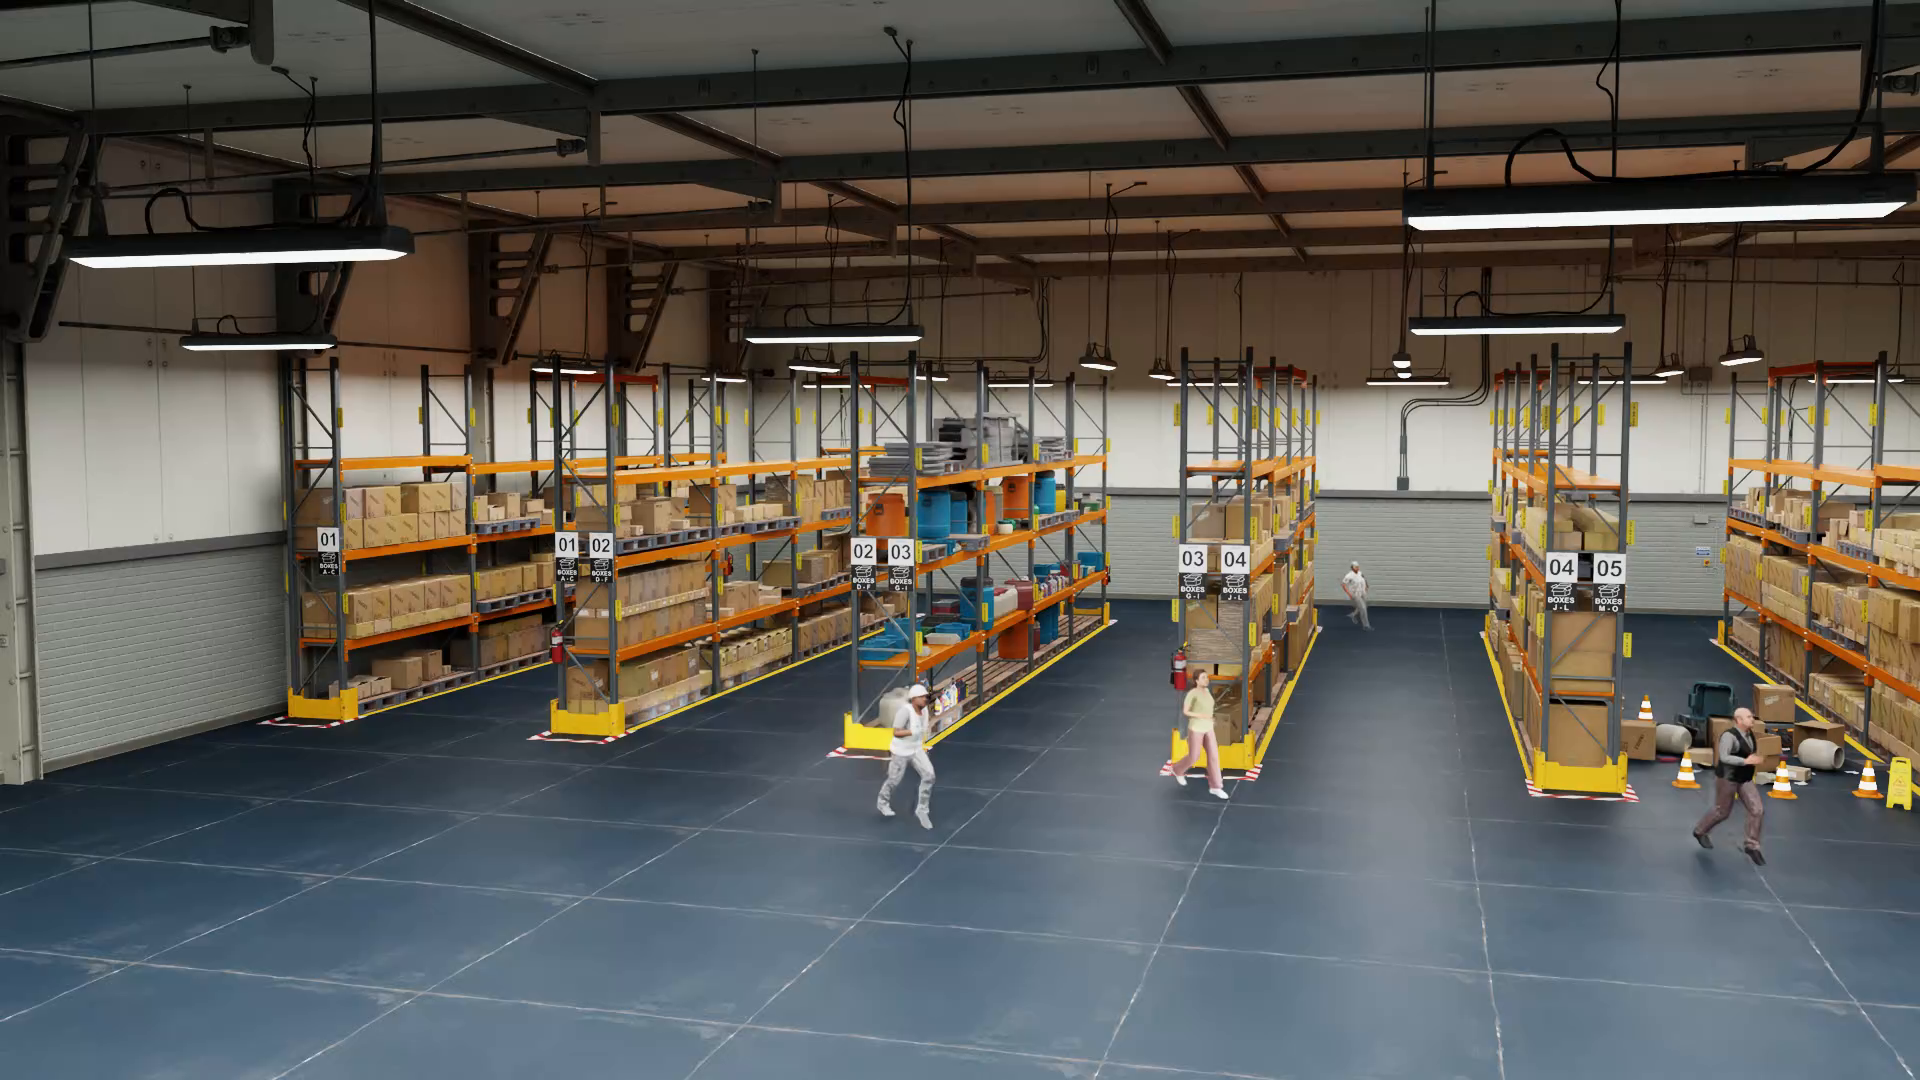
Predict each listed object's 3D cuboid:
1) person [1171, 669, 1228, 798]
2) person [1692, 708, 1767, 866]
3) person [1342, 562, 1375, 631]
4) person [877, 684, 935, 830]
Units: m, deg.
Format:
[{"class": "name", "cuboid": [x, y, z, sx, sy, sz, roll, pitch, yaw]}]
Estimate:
[{"class": "person", "cuboid": [3.175, 2.535, 22.033, 0.590, 1.659, 0.977, -3, 5, -35]}, {"class": "person", "cuboid": [8.771, 2.765, 18.910, 0.678, 1.767, 0.901, -3, 5, -32]}, {"class": "person", "cuboid": [9.368, 1.321, 39.257, 0.671, 1.607, 0.817, -3, 5, -33]}, {"class": "person", "cuboid": [-0.672, 2.635, 20.411, 0.670, 1.784, 0.969, -4, 6, -43]}]
